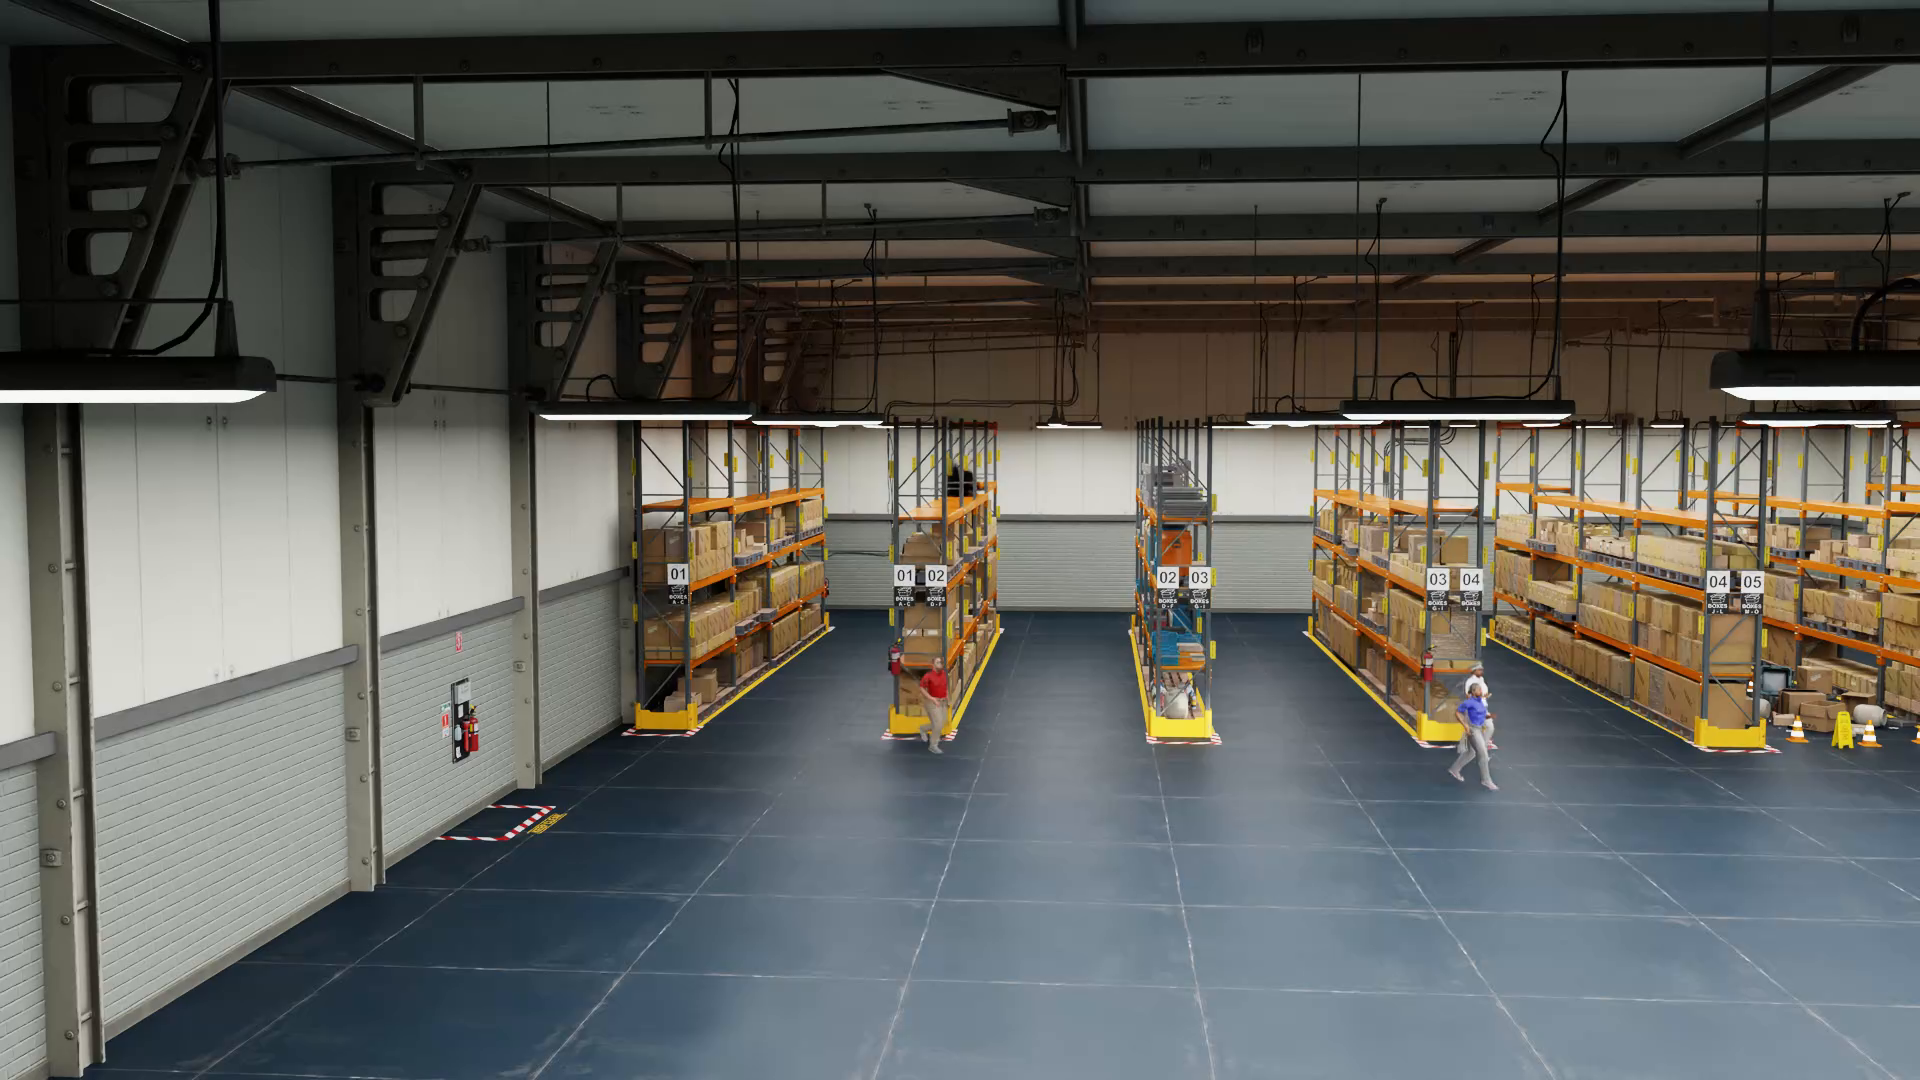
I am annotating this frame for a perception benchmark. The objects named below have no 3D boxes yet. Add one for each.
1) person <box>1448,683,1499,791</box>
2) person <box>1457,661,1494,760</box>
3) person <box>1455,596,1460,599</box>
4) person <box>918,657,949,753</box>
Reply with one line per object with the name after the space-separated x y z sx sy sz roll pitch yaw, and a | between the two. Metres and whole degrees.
8.269 3.133 26.737 0.871 1.684 0.547 3 5 36 | person
9.020 2.989 29.033 0.577 1.759 0.662 -3 5 -37 | person
13.500 1.899 45.563 0.724 1.722 0.589 1 4 20 | person
-0.494 2.937 29.835 0.676 1.705 0.675 3 5 42 | person
